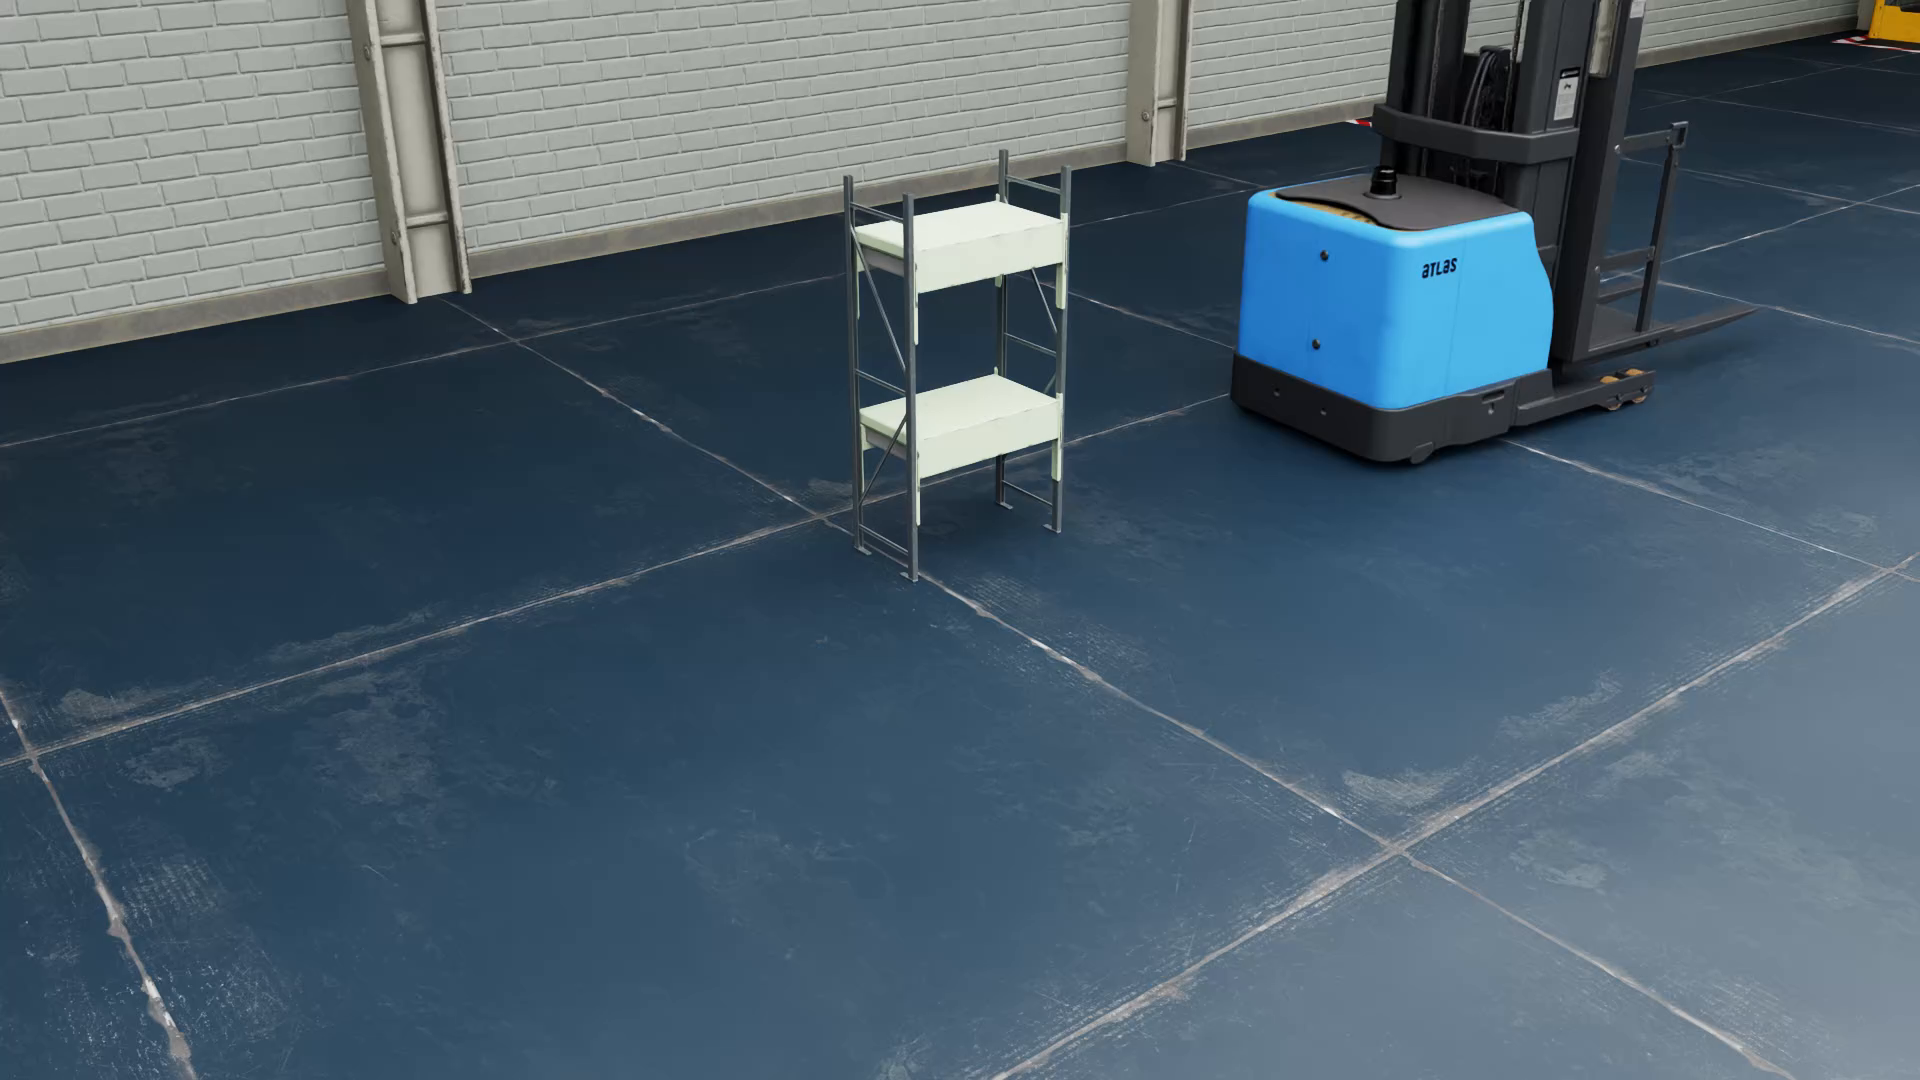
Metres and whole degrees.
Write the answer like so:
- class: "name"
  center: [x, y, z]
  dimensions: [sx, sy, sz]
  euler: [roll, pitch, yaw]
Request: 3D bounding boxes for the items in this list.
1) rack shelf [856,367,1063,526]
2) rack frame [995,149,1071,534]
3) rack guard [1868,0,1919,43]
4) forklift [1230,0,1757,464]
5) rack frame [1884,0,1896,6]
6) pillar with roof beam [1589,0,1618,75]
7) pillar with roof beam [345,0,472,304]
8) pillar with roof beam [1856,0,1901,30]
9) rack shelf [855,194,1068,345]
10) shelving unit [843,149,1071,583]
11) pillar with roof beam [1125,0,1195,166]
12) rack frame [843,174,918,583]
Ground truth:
- class: "rack shelf"
  center: [-0.005, -0.383, 6.568]
  dimensions: [0.720, 0.370, 0.431]
  euler: [-18, 31, -34]
- class: "rack frame"
  center: [0.283, -0.774, 6.635]
  dimensions: [0.023, 1.500, 0.400]
  euler: [-18, 31, -34]
- class: "rack guard"
  center: [11.043, -5.935, 18.944]
  dimensions: [0.348, 0.500, 1.175]
  euler: [-18, 31, -34]
- class: "forklift"
  center: [2.818, -2.128, 7.854]
  dimensions: [3.031, 2.935, 1.130]
  euler: [-16, 29, -30]
- class: "rack frame"
  center: [10.983, -7.049, 18.375]
  dimensions: [0.127, 3.000, 1.000]
  euler: [-18, 31, -34]
- class: "pillar with roof beam"
  center: [8.935, -7.254, 11.690]
  dimensions: [0.400, 9.000, 9.100]
  euler: [-18, 31, -34]
- class: "pillar with roof beam"
  center: [-0.508, -4.136, 4.973]
  dimensions: [0.400, 9.000, 9.100]
  euler: [-18, 31, -34]
- class: "pillar with roof beam"
  center: [13.657, -8.812, 15.048]
  dimensions: [0.400, 9.000, 9.100]
  euler: [-18, 31, -34]
- class: "rack shelf"
  center: [-0.005, -1.033, 6.266]
  dimensions: [0.720, 0.370, 0.431]
  euler: [-18, 31, -34]
- class: "shelving unit"
  center: [-0.005, -0.679, 6.431]
  dimensions: [0.755, 1.500, 0.431]
  euler: [-18, 31, -34]
- class: "pillar with roof beam"
  center: [4.214, -5.695, 8.332]
  dimensions: [0.400, 9.000, 9.100]
  euler: [-18, 31, -34]
- class: "rack frame"
  center: [-0.293, -0.583, 6.226]
  dimensions: [0.023, 1.500, 0.400]
  euler: [-18, 31, -34]
